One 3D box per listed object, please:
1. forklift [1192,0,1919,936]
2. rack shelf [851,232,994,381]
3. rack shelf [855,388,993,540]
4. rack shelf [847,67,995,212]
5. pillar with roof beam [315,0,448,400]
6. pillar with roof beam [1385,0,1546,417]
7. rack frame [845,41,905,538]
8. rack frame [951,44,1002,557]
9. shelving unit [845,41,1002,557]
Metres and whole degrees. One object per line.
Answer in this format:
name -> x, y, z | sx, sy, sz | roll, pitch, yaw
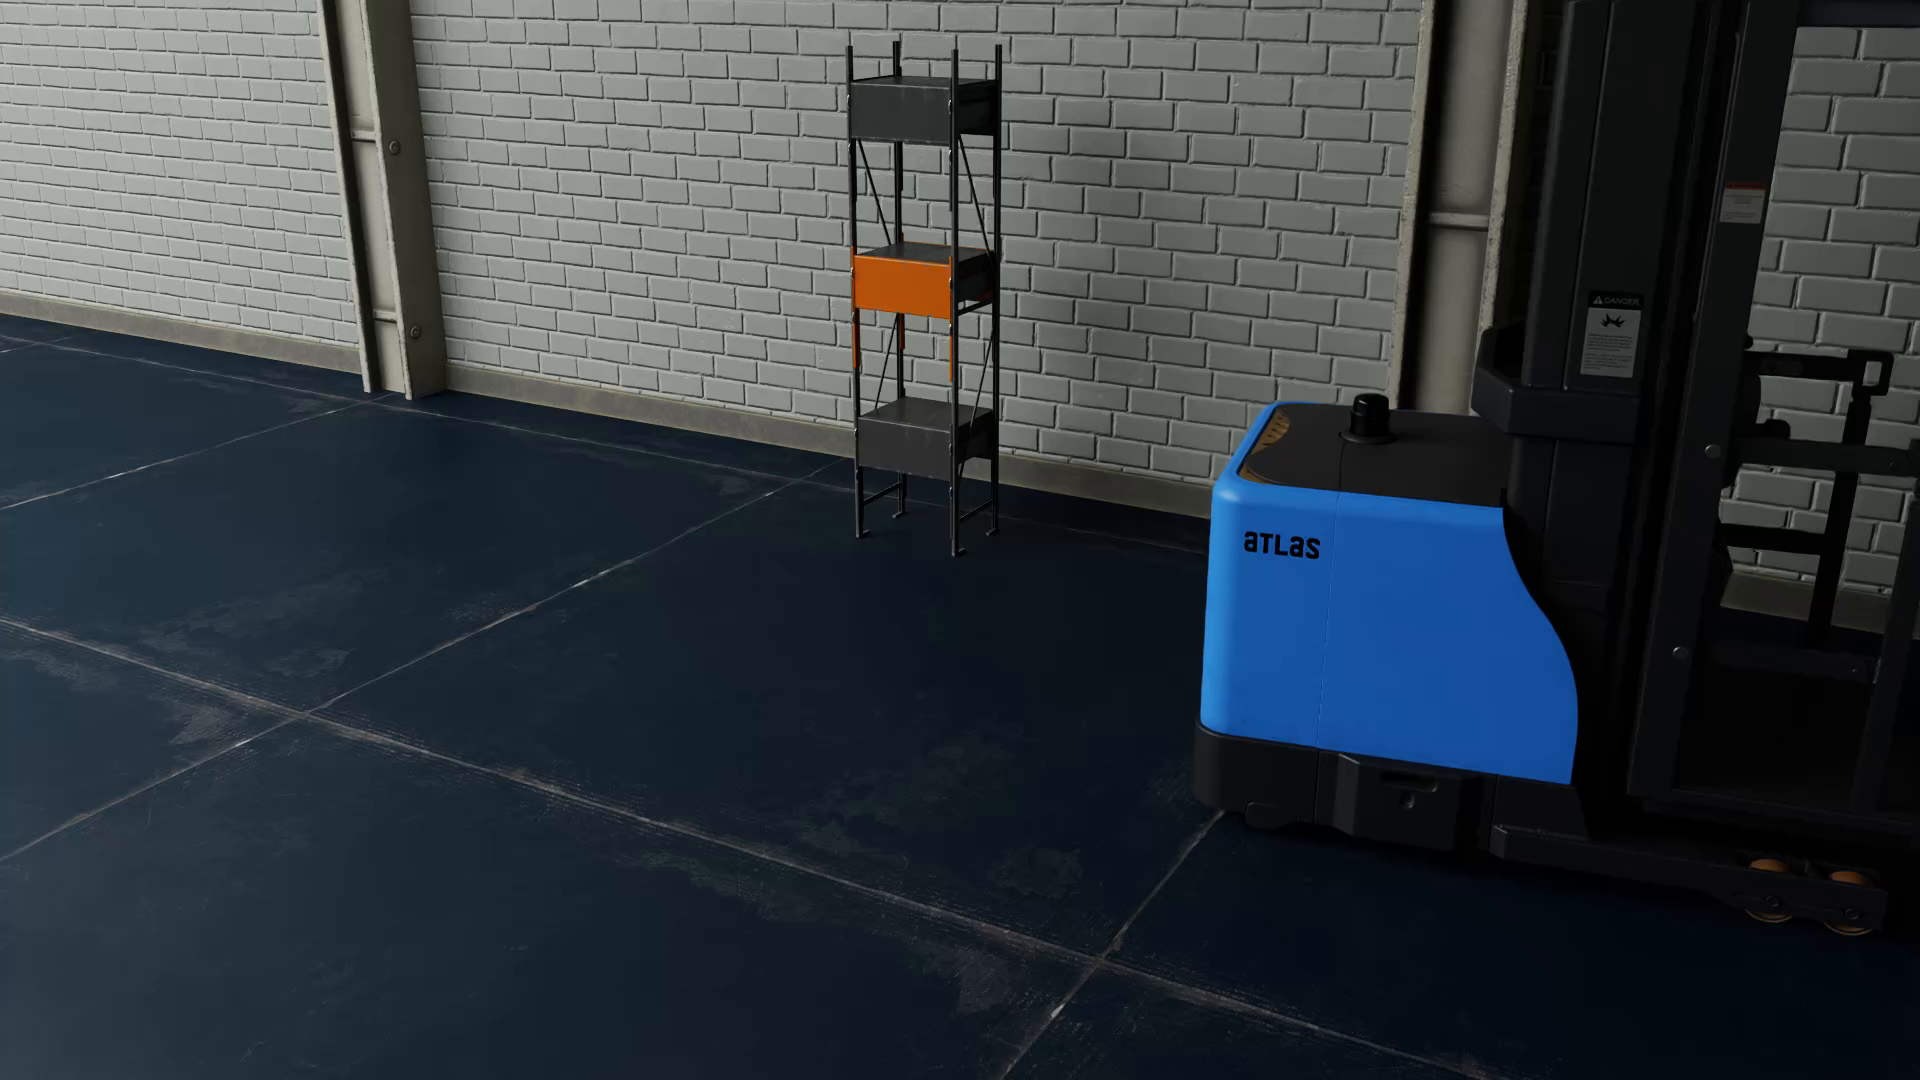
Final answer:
forklift -> 2.277, -0.524, 4.510 | 3.031, 2.935, 1.130 | 7, 21, 18
rack shelf -> -0.145, -1.002, 7.088 | 0.480, 0.518, 0.431 | 11, 23, 27
rack shelf -> -0.144, -0.344, 7.326 | 0.480, 0.518, 0.431 | 11, 23, 27
rack shelf -> -0.145, -1.660, 6.849 | 0.480, 0.518, 0.431 | 11, 23, 27
pillar with roof beam -> -5.359, -3.836, 4.745 | 0.400, 9.000, 9.100 | 11, 23, 27
pillar with roof beam -> -0.121, -2.839, 1.994 | 0.400, 9.000, 9.100 | 11, 23, 27
rack frame -> -0.358, -1.055, 7.195 | 0.015, 2.100, 0.400 | 11, 23, 27
rack frame -> 0.069, -0.974, 6.971 | 0.015, 2.100, 0.400 | 11, 23, 27
shelving unit -> -0.145, -1.015, 7.083 | 0.503, 2.100, 0.431 | 11, 23, 27
